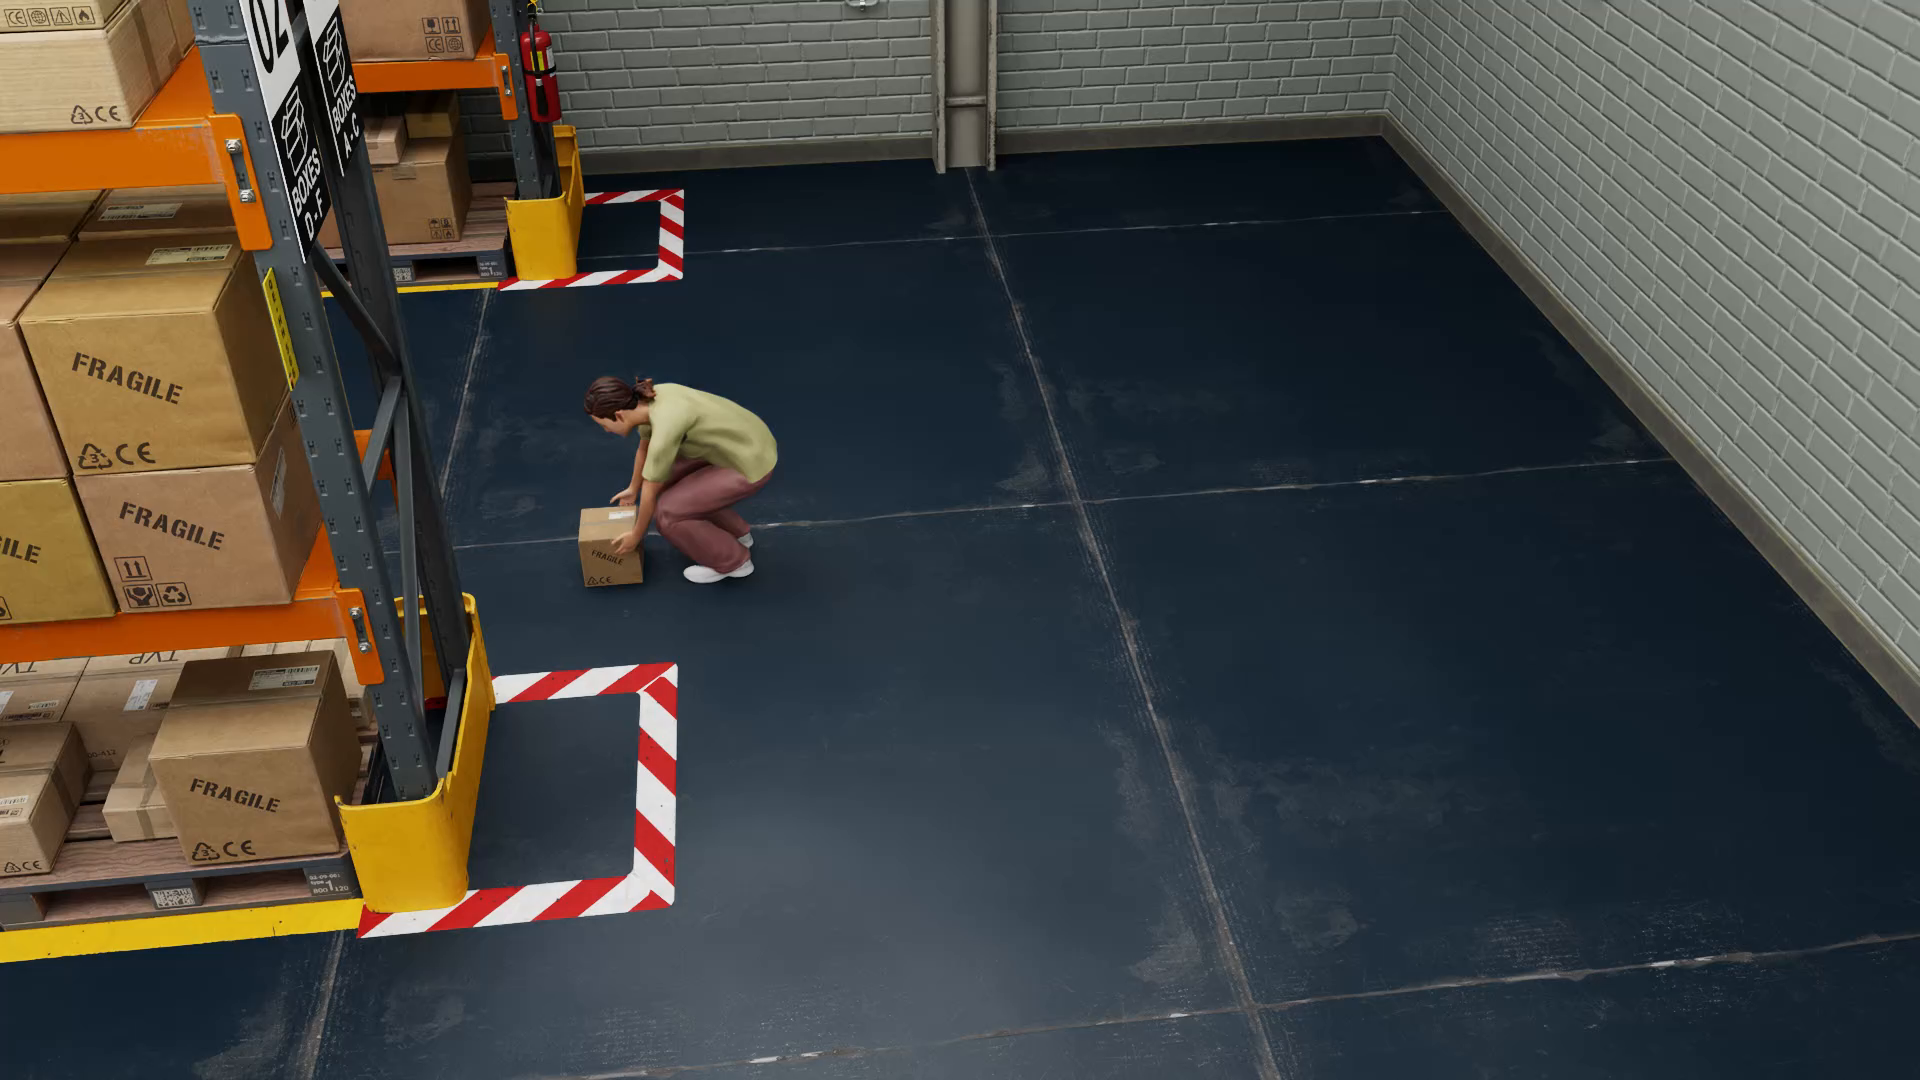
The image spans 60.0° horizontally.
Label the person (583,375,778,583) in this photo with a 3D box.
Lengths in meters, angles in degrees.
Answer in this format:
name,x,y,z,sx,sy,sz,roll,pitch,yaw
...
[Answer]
name,x,y,z,sx,sy,sz,roll,pitch,yaw
person,-1.172,-0.288,7.152,0.782,0.998,0.494,-4,35,-6
